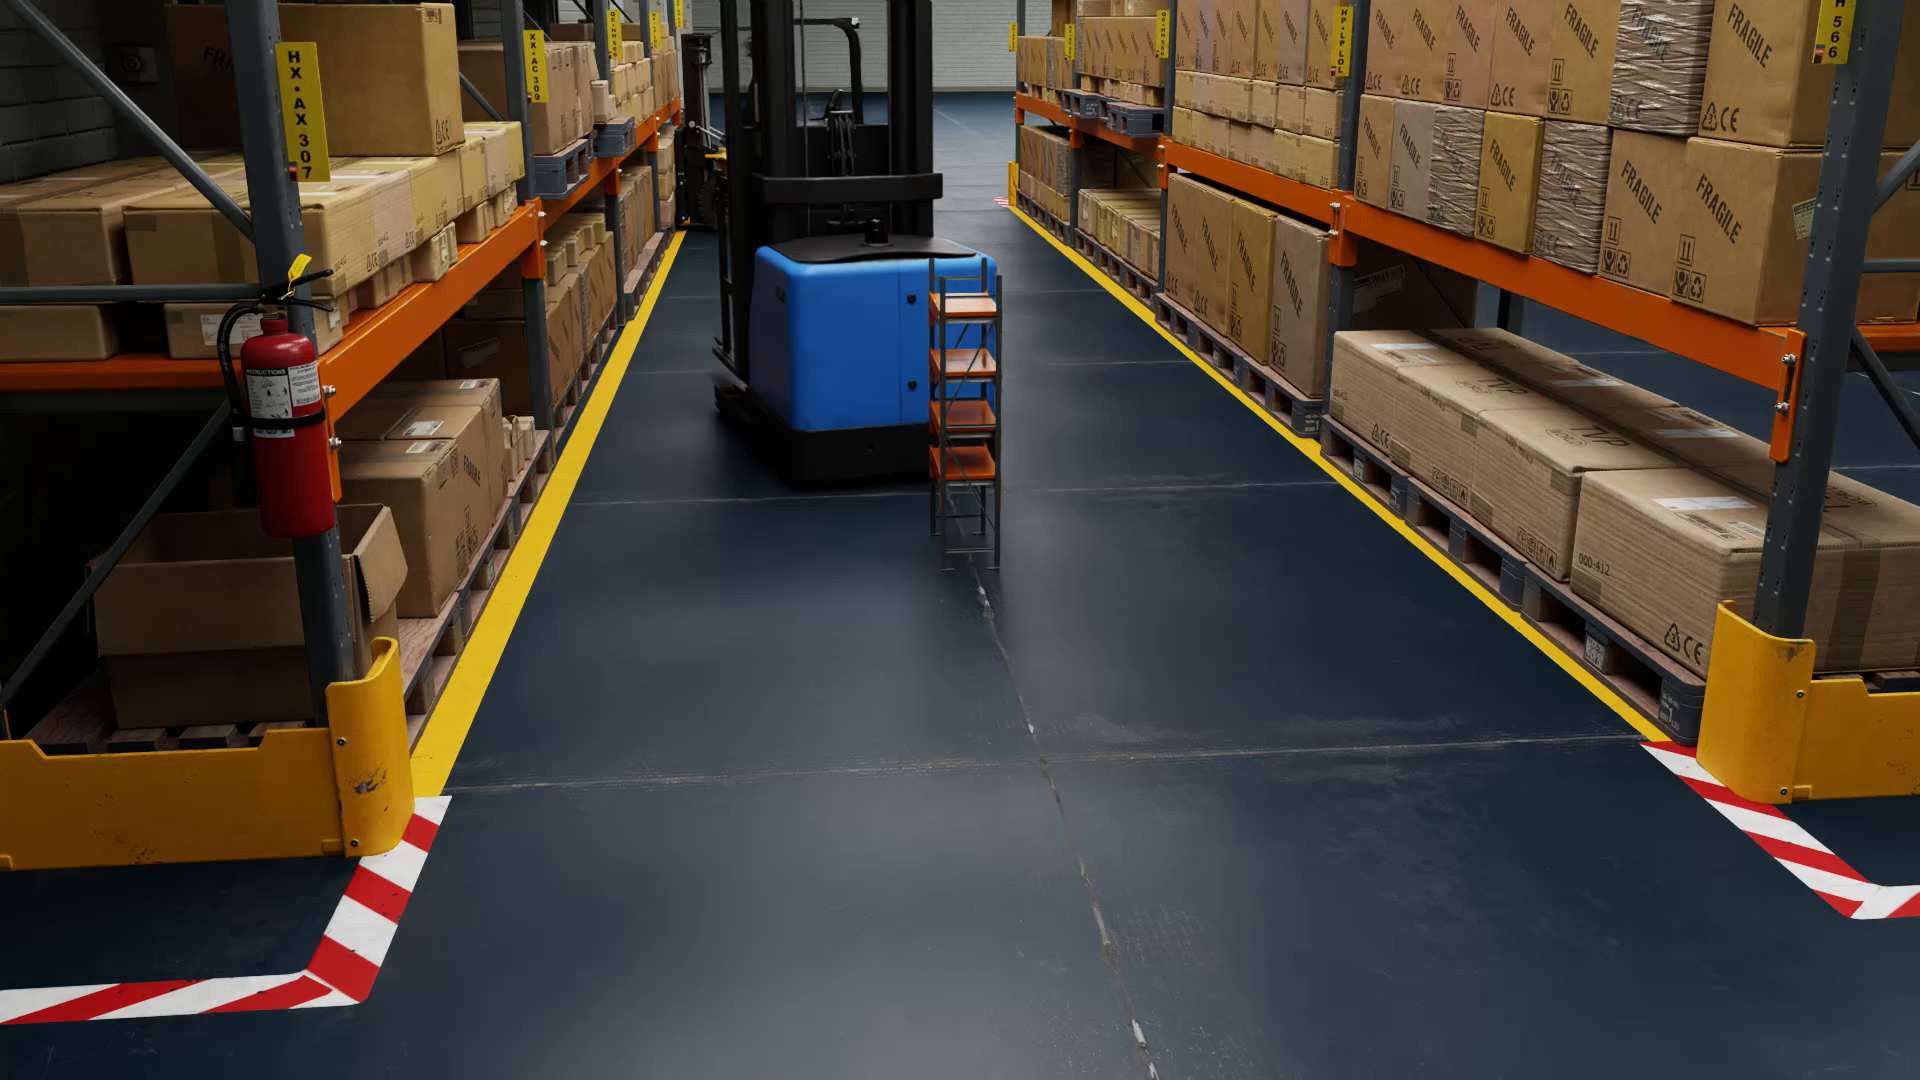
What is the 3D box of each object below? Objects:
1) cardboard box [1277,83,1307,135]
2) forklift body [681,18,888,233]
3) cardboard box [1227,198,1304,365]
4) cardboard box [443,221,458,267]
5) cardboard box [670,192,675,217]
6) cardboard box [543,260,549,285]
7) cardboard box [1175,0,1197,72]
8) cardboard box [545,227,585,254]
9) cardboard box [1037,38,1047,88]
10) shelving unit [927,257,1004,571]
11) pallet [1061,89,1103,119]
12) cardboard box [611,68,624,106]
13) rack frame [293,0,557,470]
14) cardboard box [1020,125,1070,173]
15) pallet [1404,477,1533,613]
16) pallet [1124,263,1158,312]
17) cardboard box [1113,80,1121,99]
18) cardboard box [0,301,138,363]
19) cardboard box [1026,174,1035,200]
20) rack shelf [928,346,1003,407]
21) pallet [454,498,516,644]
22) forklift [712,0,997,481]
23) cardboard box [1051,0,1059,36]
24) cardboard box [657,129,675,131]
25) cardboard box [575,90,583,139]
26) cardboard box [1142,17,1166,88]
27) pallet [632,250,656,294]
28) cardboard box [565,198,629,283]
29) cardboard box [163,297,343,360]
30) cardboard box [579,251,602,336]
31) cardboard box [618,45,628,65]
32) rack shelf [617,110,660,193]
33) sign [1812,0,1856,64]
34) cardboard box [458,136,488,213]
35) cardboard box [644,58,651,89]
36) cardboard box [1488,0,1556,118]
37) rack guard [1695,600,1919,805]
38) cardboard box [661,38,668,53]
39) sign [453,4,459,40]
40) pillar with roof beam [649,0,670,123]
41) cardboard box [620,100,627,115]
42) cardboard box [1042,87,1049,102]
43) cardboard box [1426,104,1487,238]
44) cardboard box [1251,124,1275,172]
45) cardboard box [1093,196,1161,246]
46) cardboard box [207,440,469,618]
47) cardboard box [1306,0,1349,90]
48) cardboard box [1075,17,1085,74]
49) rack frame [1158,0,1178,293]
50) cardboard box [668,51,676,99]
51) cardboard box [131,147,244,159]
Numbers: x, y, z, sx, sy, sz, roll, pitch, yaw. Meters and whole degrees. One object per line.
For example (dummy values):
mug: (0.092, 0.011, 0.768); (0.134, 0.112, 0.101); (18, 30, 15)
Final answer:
cardboard box: (2.061, -2.379, 9.163); (0.500, 0.250, 0.500); (-1, 17, -4)
forklift body: (-1.757, -4.447, 17.751); (2.313, 2.155, 1.214); (-2, 18, -6)
cardboard box: (2.163, -1.578, 10.040); (0.875, 0.875, 0.875); (-1, 17, -4)
cardboard box: (-2.009, -1.043, 5.912); (0.380, 0.149, 0.250); (-1, 17, -4)
cardboard box: (-3.143, -3.362, 16.769); (0.500, 0.250, 0.500); (-2, 18, -7)
cardboard box: (-2.487, -1.455, 9.193); (0.380, 0.149, 0.250); (-2, 18, -7)
cardboard box: (1.802, -3.502, 11.487); (0.500, 0.500, 0.500); (-2, 18, -7)
cardboard box: (-2.615, -1.915, 10.657); (0.380, 0.149, 0.250); (-1, 17, -4)
cardboard box: (1.114, -5.098, 17.743); (0.500, 0.500, 0.500); (-2, 18, -7)
shelving unit: (0.017, -0.523, 6.840); (0.258, 1.200, 0.503); (-2, 18, -6)
pallet: (1.516, -3.999, 15.229); (1.003, 0.211, 1.213); (-2, 18, -6)
cardboard box: (-2.720, -3.284, 12.047); (0.500, 0.250, 0.500); (-2, 18, -6)
rack frame: (-2.529, -1.785, 7.856); (1.000, 3.000, 0.127); (-2, 18, -6)
cardboard box: (0.981, -4.505, 19.157); (0.500, 0.500, 0.500); (-2, 18, -7)
pallet: (2.537, -0.016, 6.876); (1.003, 0.211, 1.213); (-2, 18, -6)
pallet: (1.916, -2.034, 13.303); (1.003, 0.211, 1.213); (-2, 18, -6)
cardboard box: (1.488, -3.762, 13.869); (0.380, 0.149, 0.250); (-2, 18, -7)
cardboard box: (-2.418, -0.564, 4.386); (0.380, 0.149, 0.250); (-2, 18, -6)
cardboard box: (1.023, -4.002, 18.807); (0.500, 0.250, 0.500); (-1, 17, -4)
rack shelf: (0.017, -0.672, 6.793); (0.258, 0.148, 0.480); (-2, 18, -6)
pallet: (-2.331, 0.114, 6.461); (1.003, 0.211, 1.213); (-2, 18, -6)
forklift: (-0.754, -2.080, 8.909); (1.130, 2.935, 3.031); (-6, 18, -17)
cardboard box: (1.439, -6.036, 19.063); (0.700, 0.500, 0.500); (-2, 18, -7)
cardboard box: (-3.351, -4.447, 18.553); (0.500, 0.250, 0.500); (-1, 17, -5)
cardboard box: (-2.291, -2.347, 9.169); (0.396, 0.266, 0.258); (-1, 17, -3)
cardboard box: (1.671, -3.648, 12.425); (0.500, 0.500, 0.500); (-2, 18, -7)
pallet: (-3.111, -2.256, 14.010); (1.003, 0.211, 1.213); (-2, 18, -6)
cardboard box: (-2.993, -2.231, 12.538); (0.875, 0.625, 0.625); (-1, 17, -4)
cardboard box: (-1.878, -0.580, 4.436); (0.380, 0.149, 0.250); (-2, 18, -6)
cardboard box: (-2.587, -1.560, 10.611); (0.500, 0.500, 0.500); (-1, 17, -3)
cardboard box: (-2.826, -3.822, 13.095); (0.380, 0.149, 0.250); (-1, 17, -4)
rack shelf: (-3.148, -3.230, 13.658); (1.077, 0.370, 4.000); (-2, 18, -6)
sign: (2.279, -1.401, 4.303); (0.100, 0.325, 0.005); (-2, 18, -6)
cardboard box: (-2.130, -1.414, 6.426); (0.500, 0.250, 0.500); (-2, 18, -6)
cardboard box: (-3.050, -4.197, 14.955); (0.500, 0.250, 0.500); (-2, 18, -7)
cardboard box: (2.352, -1.861, 6.261); (0.500, 0.500, 0.500); (-2, 18, -6)
rack guard: (2.822, 0.452, 4.903); (1.175, 0.500, 0.348); (-2, 18, -6)
cardboard box: (-3.296, -5.242, 17.615); (0.380, 0.149, 0.250); (-2, 18, -5)
sign: (-3.494, -3.511, 11.421); (0.100, 0.325, 0.005); (-2, 18, -6)
pillar with roof beam: (-2.166, -13.483, 35.101); (9.100, 9.000, 0.400); (-2, 18, -6)
cardboard box: (-2.792, -3.195, 12.597); (0.500, 0.250, 0.500); (-2, 18, -7)
cardboard box: (1.079, -4.745, 17.703); (0.380, 0.149, 0.250); (-2, 18, -5)
cardboard box: (2.288, -1.541, 6.911); (0.500, 0.500, 0.500); (-2, 18, -5)
cardboard box: (2.026, -2.297, 9.735); (0.500, 0.250, 0.500); (-2, 18, -7)
cardboard box: (1.716, -2.900, 15.091); (0.950, 0.372, 0.625); (-1, 17, -2)
cardboard box: (-2.135, -0.042, 5.776); (0.700, 0.500, 0.500); (-1, 17, -3)
cardboard box: (2.112, -2.590, 8.582); (0.500, 0.500, 0.500); (-1, 17, -4)
cardboard box: (1.345, -4.565, 15.344); (0.500, 0.500, 0.500); (-1, 17, -4)
rack frame: (1.995, -3.131, 12.144); (1.000, 3.000, 0.127); (-2, 18, -6)
cardboard box: (-3.411, -5.115, 18.294); (0.500, 0.500, 0.500); (-1, 17, -4)
cardboard box: (-2.580, -1.250, 5.904); (0.500, 0.250, 0.500); (-2, 18, -6)
